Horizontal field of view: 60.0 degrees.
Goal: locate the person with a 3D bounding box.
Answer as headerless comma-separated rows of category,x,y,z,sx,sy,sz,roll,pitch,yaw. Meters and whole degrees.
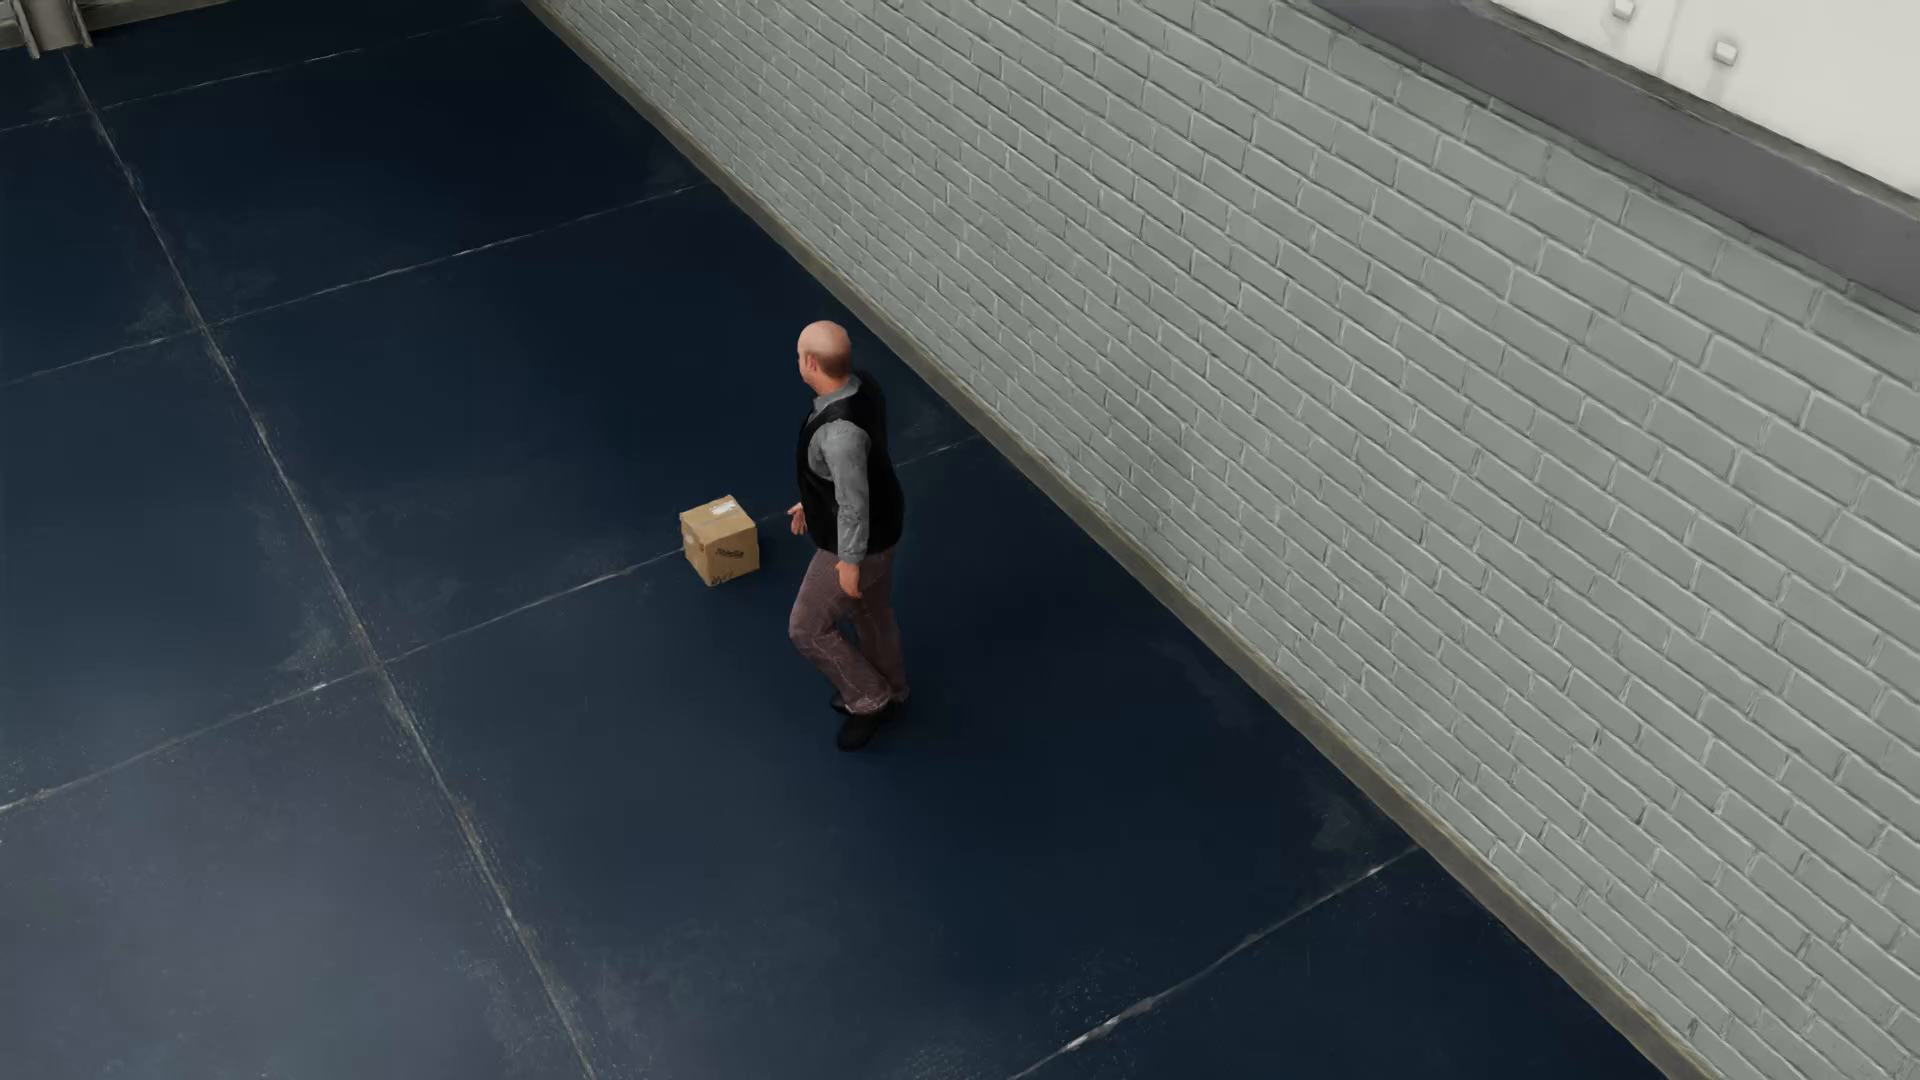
person,-0.427,0.031,6.234,0.468,1.603,0.631,2,41,2
